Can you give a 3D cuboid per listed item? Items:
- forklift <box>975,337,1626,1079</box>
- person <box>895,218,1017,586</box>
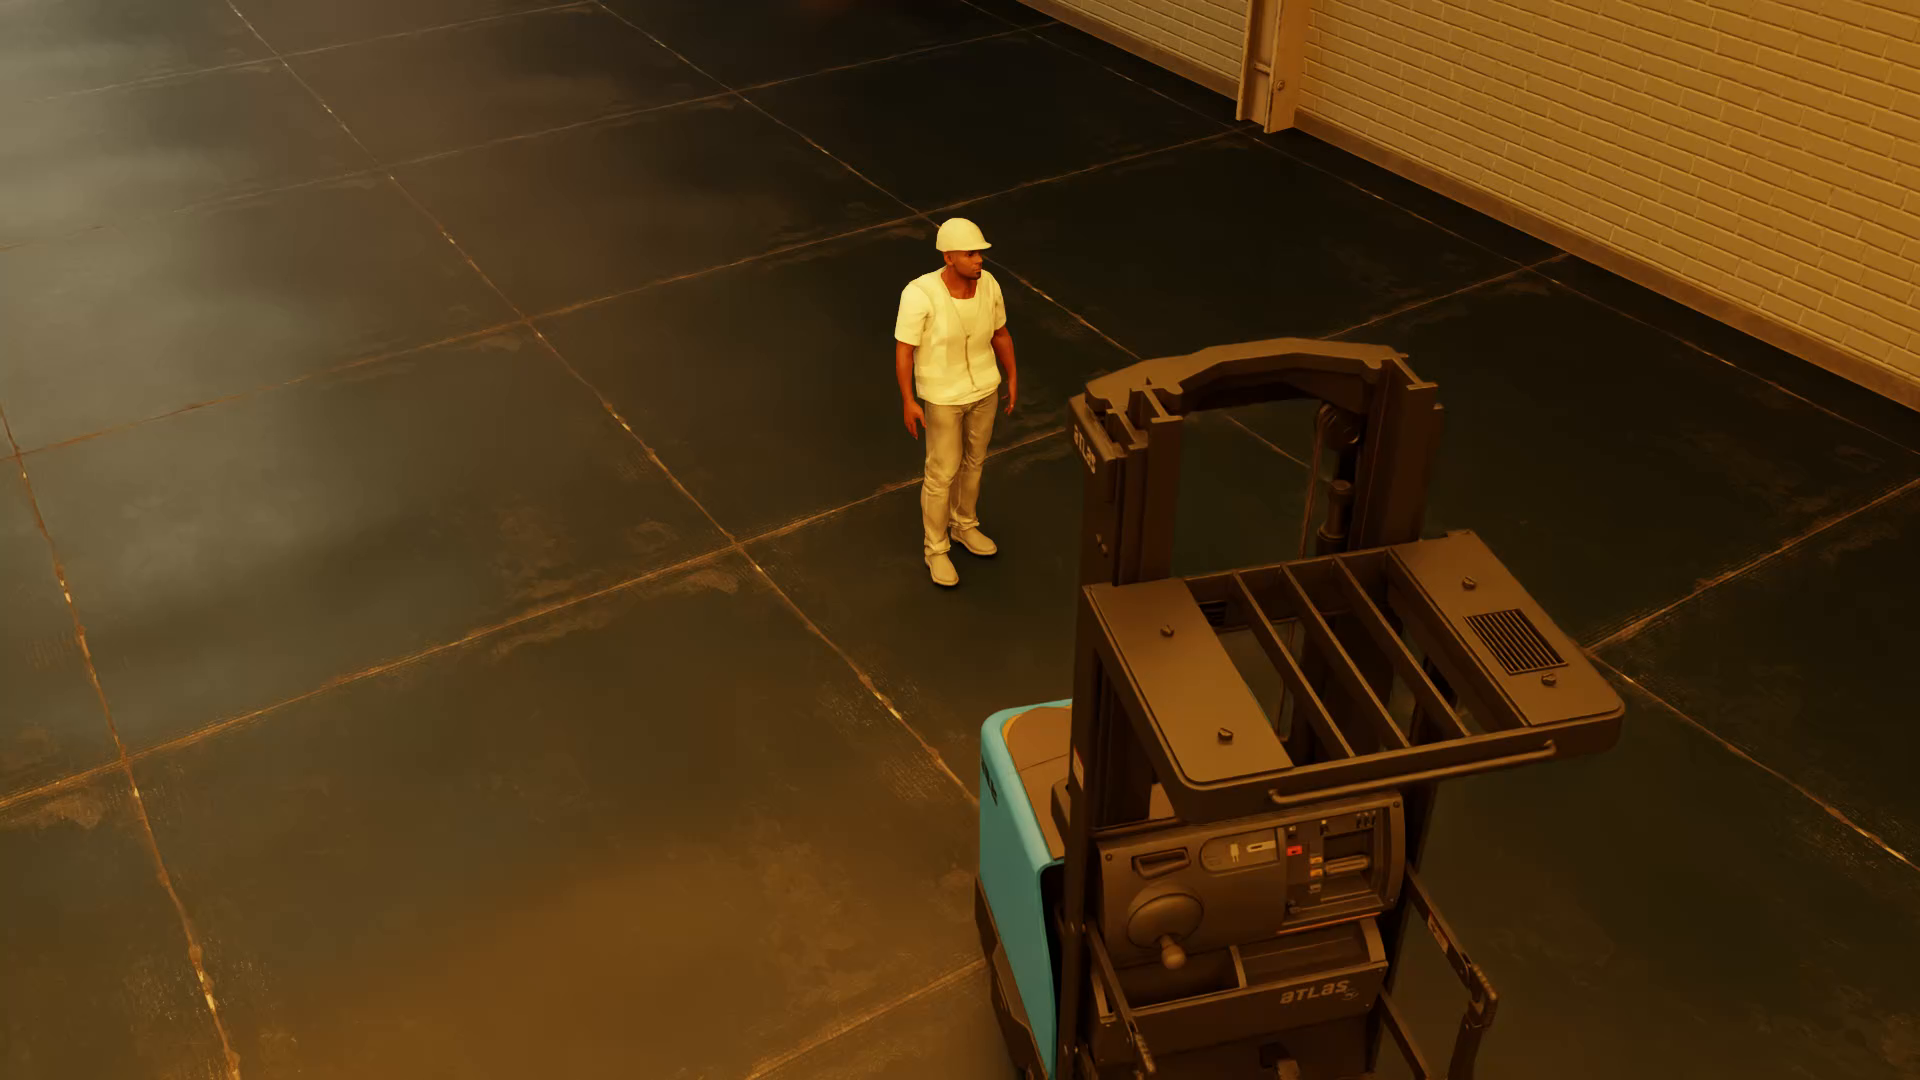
[{"bbox_3d":[0.907,1.052,4.650,1.130,2.935,3.031,-8,36,-11],"label":"forklift"},{"bbox_3d":[0.033,-0.693,8.134,0.665,1.768,0.575,-21,40,-27],"label":"person"}]
